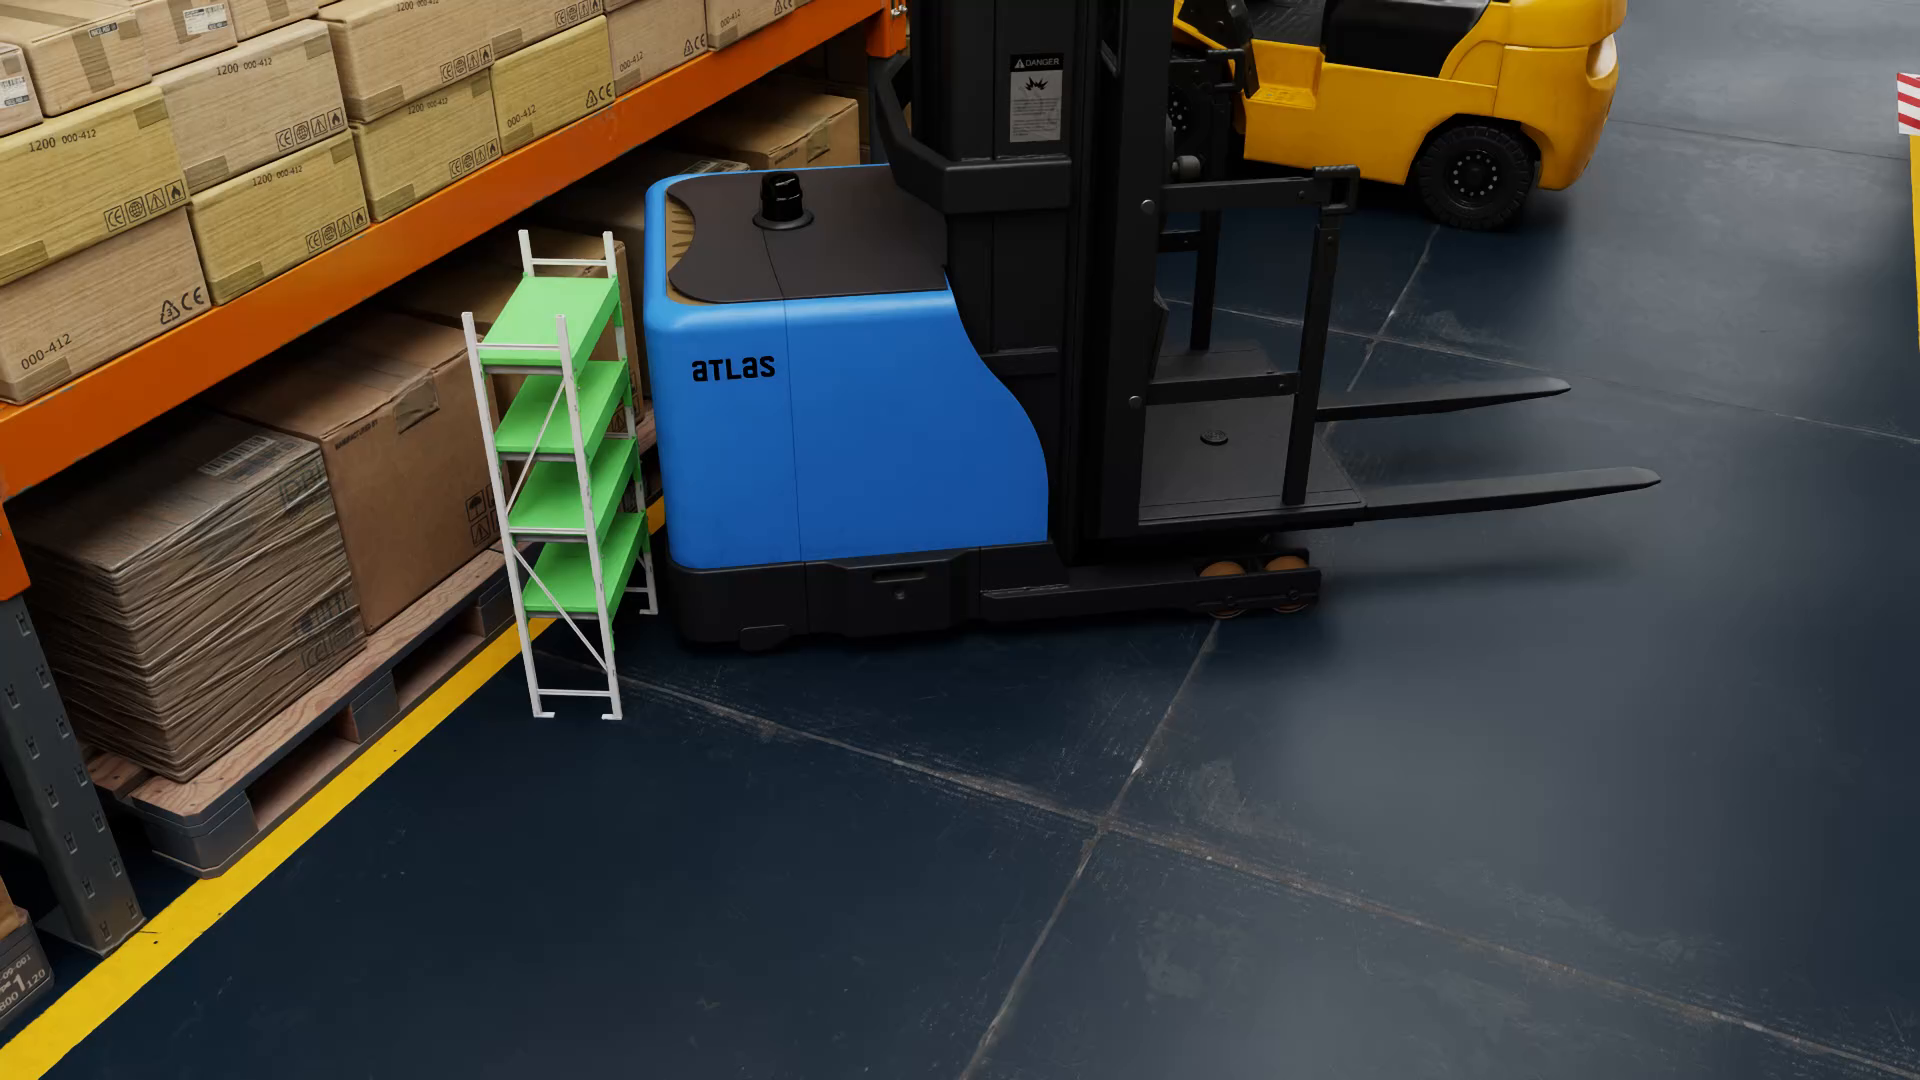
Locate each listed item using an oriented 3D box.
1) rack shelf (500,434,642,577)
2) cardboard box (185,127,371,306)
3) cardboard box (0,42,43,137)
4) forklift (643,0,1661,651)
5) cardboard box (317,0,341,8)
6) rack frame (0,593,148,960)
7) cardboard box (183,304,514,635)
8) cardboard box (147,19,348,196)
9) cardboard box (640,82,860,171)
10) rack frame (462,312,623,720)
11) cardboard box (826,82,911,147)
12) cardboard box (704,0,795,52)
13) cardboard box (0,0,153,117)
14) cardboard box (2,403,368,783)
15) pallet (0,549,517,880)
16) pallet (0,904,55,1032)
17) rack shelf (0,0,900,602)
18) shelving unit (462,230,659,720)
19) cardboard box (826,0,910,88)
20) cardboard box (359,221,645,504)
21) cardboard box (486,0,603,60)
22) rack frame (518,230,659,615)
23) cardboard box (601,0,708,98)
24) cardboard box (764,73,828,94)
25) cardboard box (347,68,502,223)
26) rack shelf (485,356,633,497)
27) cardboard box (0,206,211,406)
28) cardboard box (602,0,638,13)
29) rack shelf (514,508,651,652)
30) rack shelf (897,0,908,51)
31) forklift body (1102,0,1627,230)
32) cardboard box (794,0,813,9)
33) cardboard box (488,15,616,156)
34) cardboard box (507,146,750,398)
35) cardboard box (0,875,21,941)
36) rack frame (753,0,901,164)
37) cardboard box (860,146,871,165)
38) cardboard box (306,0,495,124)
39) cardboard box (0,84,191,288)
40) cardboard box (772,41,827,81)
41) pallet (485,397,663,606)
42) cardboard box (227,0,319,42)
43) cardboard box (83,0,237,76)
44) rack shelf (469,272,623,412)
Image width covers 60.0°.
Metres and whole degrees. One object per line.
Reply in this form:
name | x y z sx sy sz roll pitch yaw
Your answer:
rack shelf | -1.025 -0.101 4.427 0.258 0.148 0.480 2 33 2
cardboard box | -1.755 -0.795 3.864 0.500 0.250 0.500 13 36 19
cardboard box | -1.976 -0.848 3.124 0.380 0.149 0.250 15 36 22
forklift | 0.616 -1.277 4.525 3.031 2.935 1.130 -5 34 -7
cardboard box | -1.606 -1.380 3.936 0.380 0.149 0.250 15 36 21
rack frame | -2.377 -0.443 3.191 1.000 3.000 0.127 14 36 20
cardboard box | -1.838 -0.261 4.695 0.875 0.625 0.625 15 36 22
cardboard box | -1.759 -1.004 3.726 0.500 0.250 0.500 15 36 22
cardboard box | -0.912 -1.356 6.365 0.875 0.625 0.625 16 36 23
rack frame | -1.037 -0.021 4.188 0.240 1.200 0.015 2 33 2
cardboard box | -0.221 -1.840 6.990 0.500 0.250 0.500 14 36 20
cardboard box | -0.882 -1.810 5.412 0.500 0.250 0.500 14 36 20
cardboard box | -1.866 -0.981 3.328 0.380 0.149 0.250 15 36 22
cardboard box | -2.104 0.067 4.196 0.875 0.625 0.625 15 36 22
pallet | -1.997 0.322 4.567 1.003 0.211 1.213 14 36 20
pallet | -2.724 1.086 3.401 1.003 0.211 1.213 14 36 20
rack shelf | -1.541 -1.139 4.907 1.077 0.370 4.000 14 36 20
shelving unit | -1.025 -0.155 4.392 0.258 1.200 0.503 2 33 2
cardboard box | -0.216 -2.048 6.851 0.500 0.250 0.500 14 36 20
cardboard box | -1.556 -0.596 5.206 0.875 0.625 0.625 13 35 19
cardboard box | -1.333 -1.520 4.514 0.500 0.250 0.500 15 36 21
rack frame | -1.013 -0.289 4.596 0.240 1.200 0.015 2 33 2
cardboard box | -1.118 -1.570 5.045 0.500 0.250 0.500 14 36 21
cardboard box | -0.686 -1.960 7.172 0.500 0.250 0.500 13 36 19
cardboard box | -1.546 -1.053 4.257 0.500 0.250 0.500 13 35 19
rack shelf | -1.025 -0.302 4.295 0.258 0.148 0.480 2 33 2
cardboard box | -1.970 -0.546 3.483 0.500 0.250 0.500 14 36 21
cardboard box | -1.105 -1.768 4.891 0.500 0.250 0.500 15 36 21
rack shelf | -1.025 0.099 4.559 0.258 0.148 0.480 2 33 2
rack shelf | 0.133 -3.131 7.945 1.077 0.370 4.000 14 36 20
forklift body | 1.833 -2.710 7.421 2.313 2.155 1.214 14 36 20
cardboard box | -0.677 -2.062 5.796 0.500 0.250 0.500 15 36 22
cardboard box | -1.327 -1.311 4.651 0.500 0.250 0.500 15 36 22
cardboard box | -1.244 -0.971 5.778 0.875 0.625 0.625 14 36 20
cardboard box | -2.359 0.686 3.364 0.500 0.500 0.500 15 36 22
rack frame | -0.704 -2.436 6.229 1.000 3.000 0.127 14 36 20
cardboard box | -0.201 -1.626 7.119 0.500 0.250 0.500 15 36 21
cardboard box | -1.524 -1.260 4.117 0.500 0.250 0.500 13 36 19
cardboard box | -1.947 -0.749 3.337 0.500 0.250 0.500 14 36 20
cardboard box | -0.674 -2.169 7.035 0.500 0.250 0.500 15 36 21
pallet | -1.486 -0.284 5.490 1.003 0.211 1.213 14 36 20
cardboard box | -1.684 -1.248 3.735 0.380 0.149 0.250 15 36 21
cardboard box | -1.782 -1.115 3.532 0.380 0.149 0.250 15 36 22
rack shelf | -1.025 -0.503 4.164 0.258 0.148 0.480 2 33 2
